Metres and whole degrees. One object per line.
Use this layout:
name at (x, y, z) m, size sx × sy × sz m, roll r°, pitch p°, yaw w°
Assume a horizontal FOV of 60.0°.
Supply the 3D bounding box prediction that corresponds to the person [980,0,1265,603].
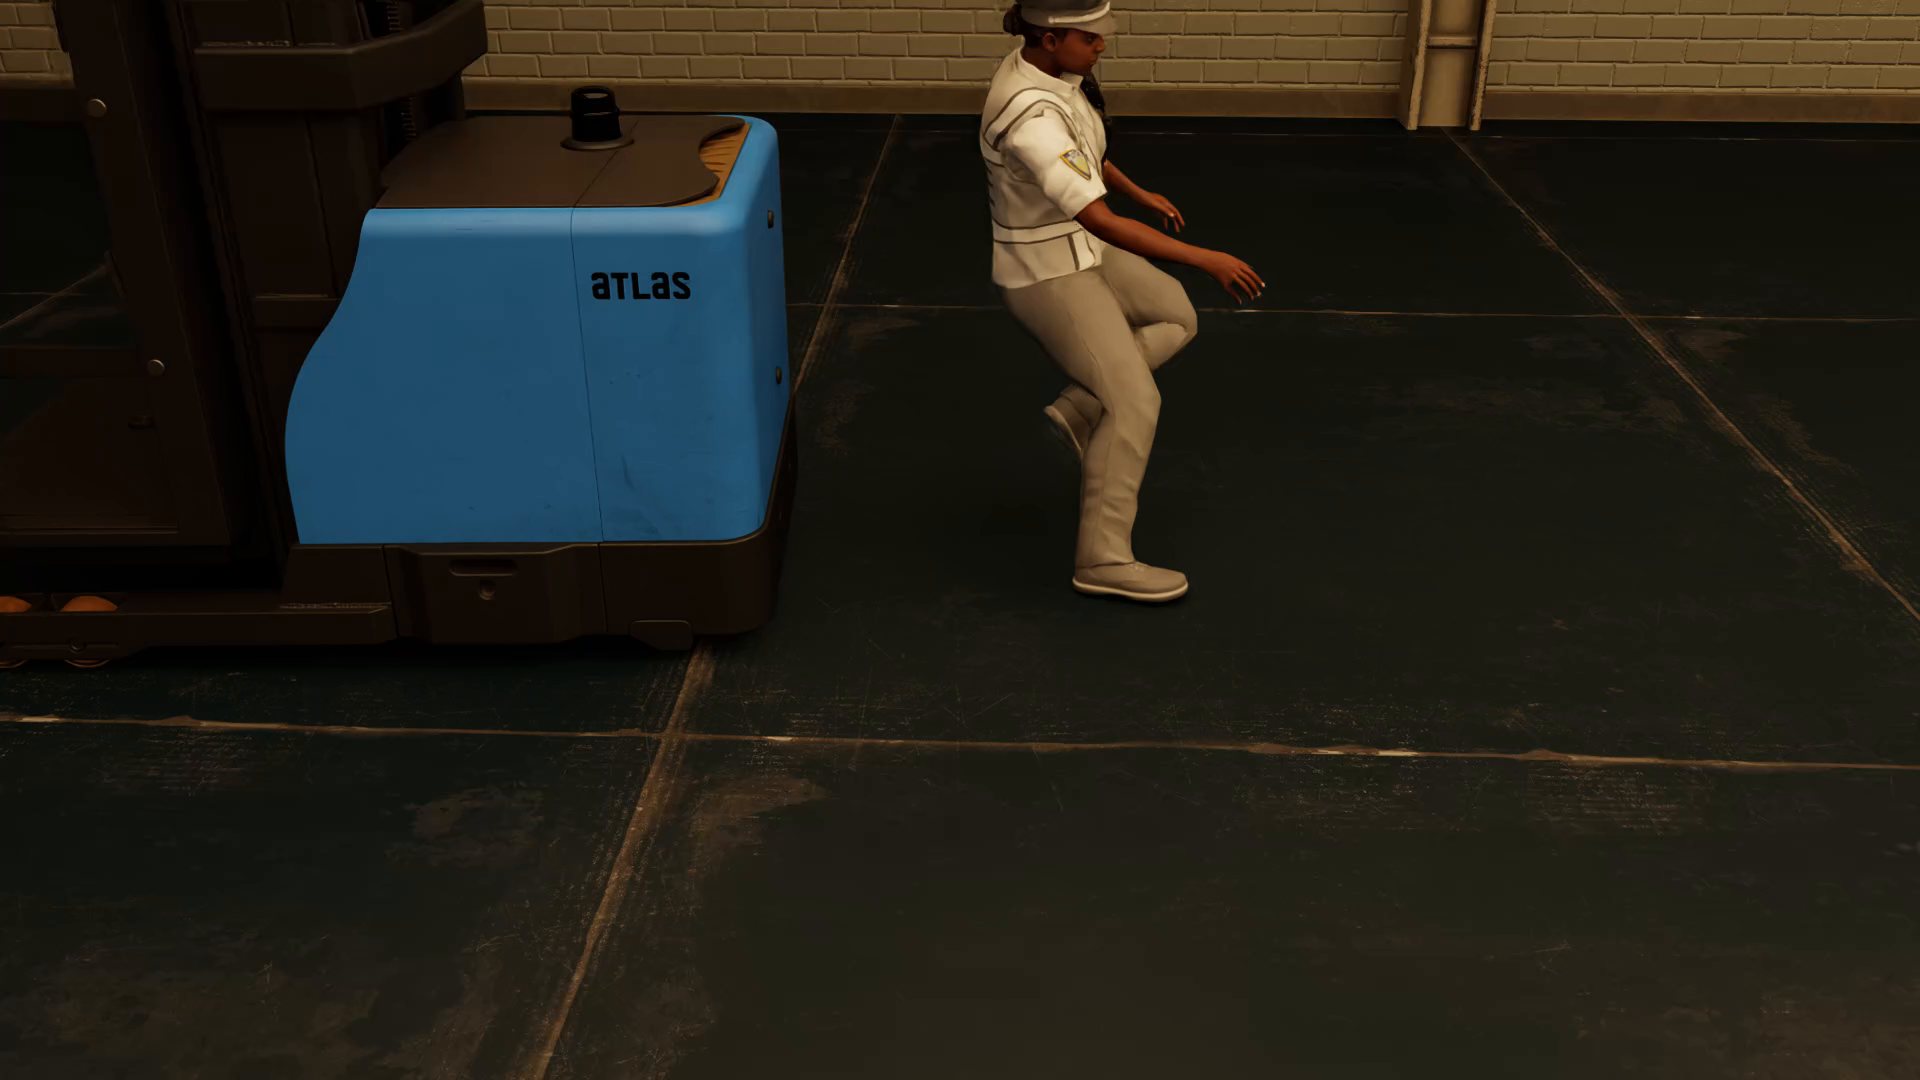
person at (0.408, -0.679, 4.210) m, size 0.723 × 1.483 × 0.763 m, roll 5°, pitch 27°, yaw 10°

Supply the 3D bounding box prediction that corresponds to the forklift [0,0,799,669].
forklift at (-1.970, -1.248, 3.739) m, size 3.031 × 2.935 × 1.130 m, roll 0°, pitch 26°, yaw -1°
